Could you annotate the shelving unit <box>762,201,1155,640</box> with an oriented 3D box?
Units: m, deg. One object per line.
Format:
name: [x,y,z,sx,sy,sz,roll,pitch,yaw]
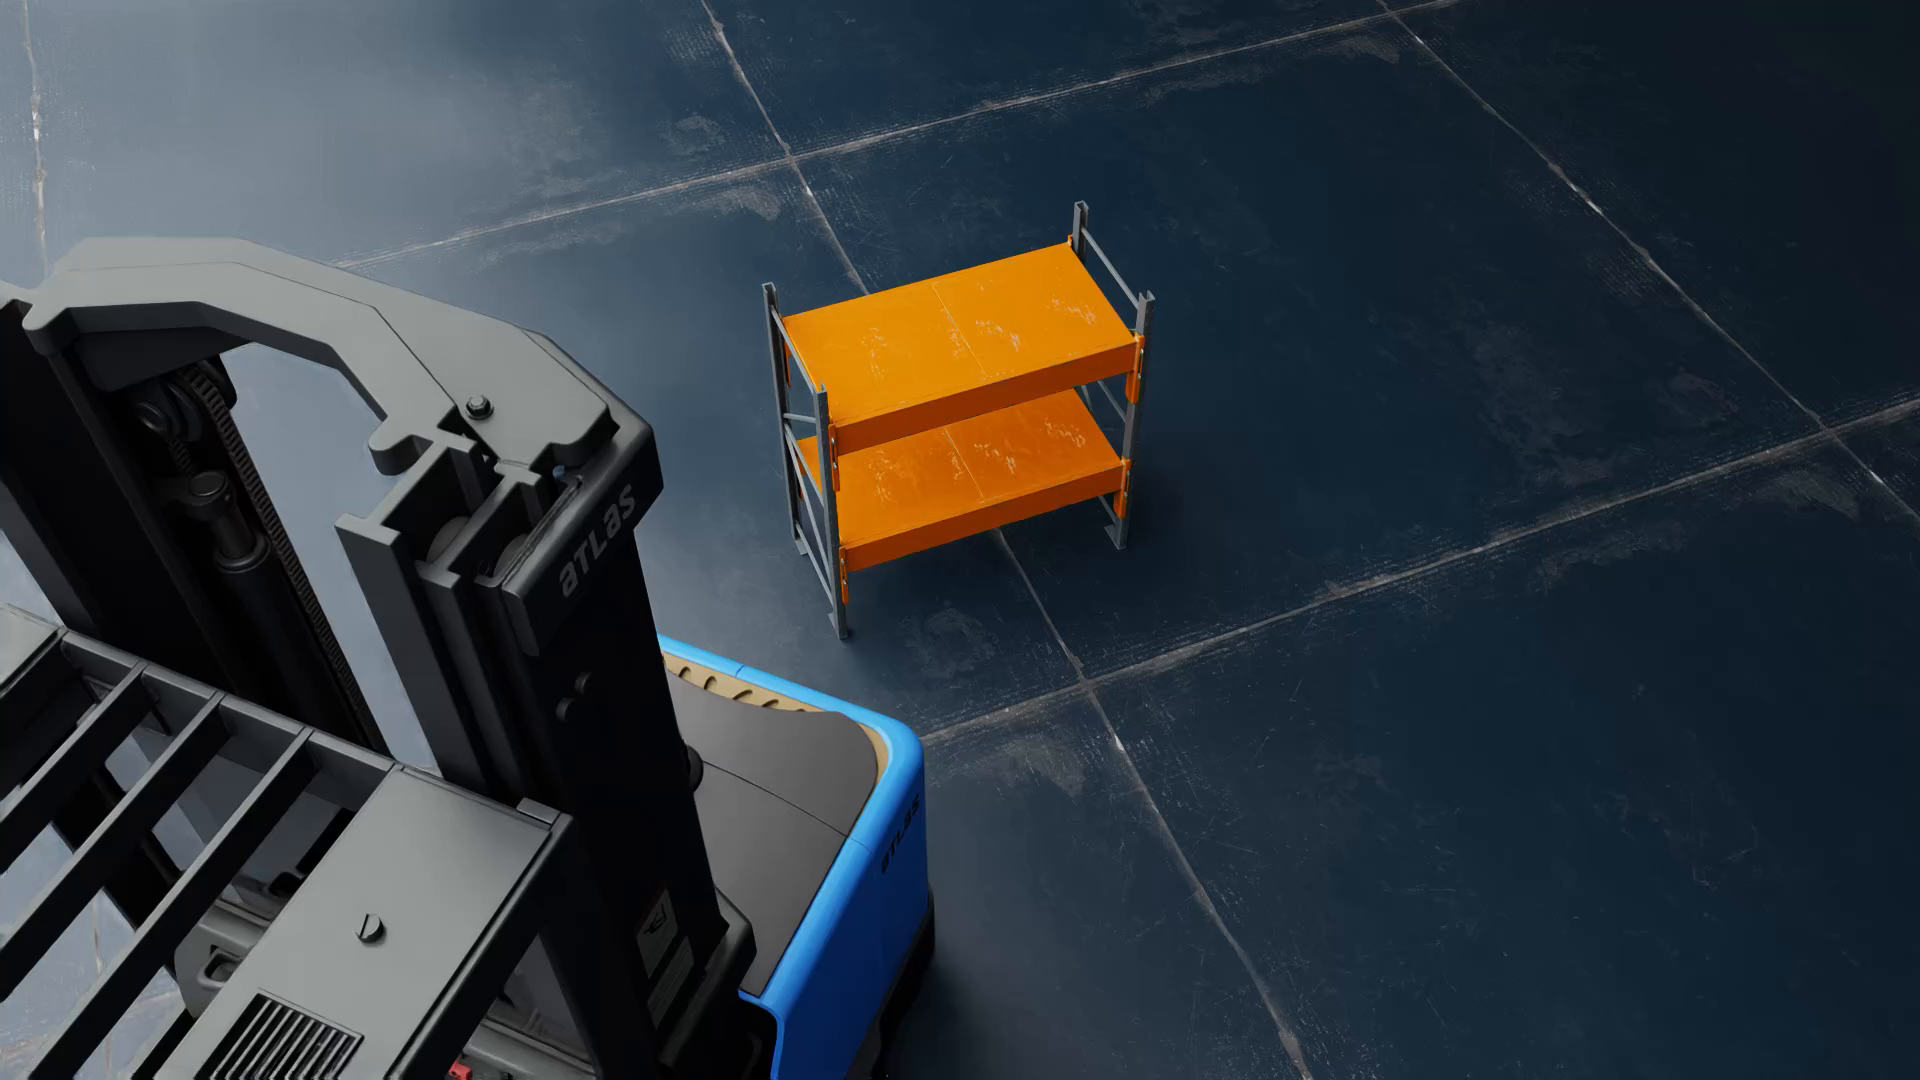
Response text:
shelving unit: [-0.006,-0.365,5.322,1.048,1.125,0.538,-17,52,-14]

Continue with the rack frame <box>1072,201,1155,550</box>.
rack frame: [0.464,-0.510,5.447,0.032,1.125,0.500,-17,52,-14]

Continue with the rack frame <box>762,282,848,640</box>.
rack frame: [-0.477,-0.219,5.196,0.032,1.125,0.500,-17,52,-14]

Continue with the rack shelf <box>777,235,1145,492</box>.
rack shelf: [-0.006,-0.555,5.100,1.000,0.278,0.538,-17,52,-14]

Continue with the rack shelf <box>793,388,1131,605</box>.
rack shelf: [-0.006,-0.205,5.507,1.000,0.278,0.538,-17,52,-14]

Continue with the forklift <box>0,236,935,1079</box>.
forklift: [-1.119,1.079,2.891,1.130,2.935,3.031,18,52,15]
